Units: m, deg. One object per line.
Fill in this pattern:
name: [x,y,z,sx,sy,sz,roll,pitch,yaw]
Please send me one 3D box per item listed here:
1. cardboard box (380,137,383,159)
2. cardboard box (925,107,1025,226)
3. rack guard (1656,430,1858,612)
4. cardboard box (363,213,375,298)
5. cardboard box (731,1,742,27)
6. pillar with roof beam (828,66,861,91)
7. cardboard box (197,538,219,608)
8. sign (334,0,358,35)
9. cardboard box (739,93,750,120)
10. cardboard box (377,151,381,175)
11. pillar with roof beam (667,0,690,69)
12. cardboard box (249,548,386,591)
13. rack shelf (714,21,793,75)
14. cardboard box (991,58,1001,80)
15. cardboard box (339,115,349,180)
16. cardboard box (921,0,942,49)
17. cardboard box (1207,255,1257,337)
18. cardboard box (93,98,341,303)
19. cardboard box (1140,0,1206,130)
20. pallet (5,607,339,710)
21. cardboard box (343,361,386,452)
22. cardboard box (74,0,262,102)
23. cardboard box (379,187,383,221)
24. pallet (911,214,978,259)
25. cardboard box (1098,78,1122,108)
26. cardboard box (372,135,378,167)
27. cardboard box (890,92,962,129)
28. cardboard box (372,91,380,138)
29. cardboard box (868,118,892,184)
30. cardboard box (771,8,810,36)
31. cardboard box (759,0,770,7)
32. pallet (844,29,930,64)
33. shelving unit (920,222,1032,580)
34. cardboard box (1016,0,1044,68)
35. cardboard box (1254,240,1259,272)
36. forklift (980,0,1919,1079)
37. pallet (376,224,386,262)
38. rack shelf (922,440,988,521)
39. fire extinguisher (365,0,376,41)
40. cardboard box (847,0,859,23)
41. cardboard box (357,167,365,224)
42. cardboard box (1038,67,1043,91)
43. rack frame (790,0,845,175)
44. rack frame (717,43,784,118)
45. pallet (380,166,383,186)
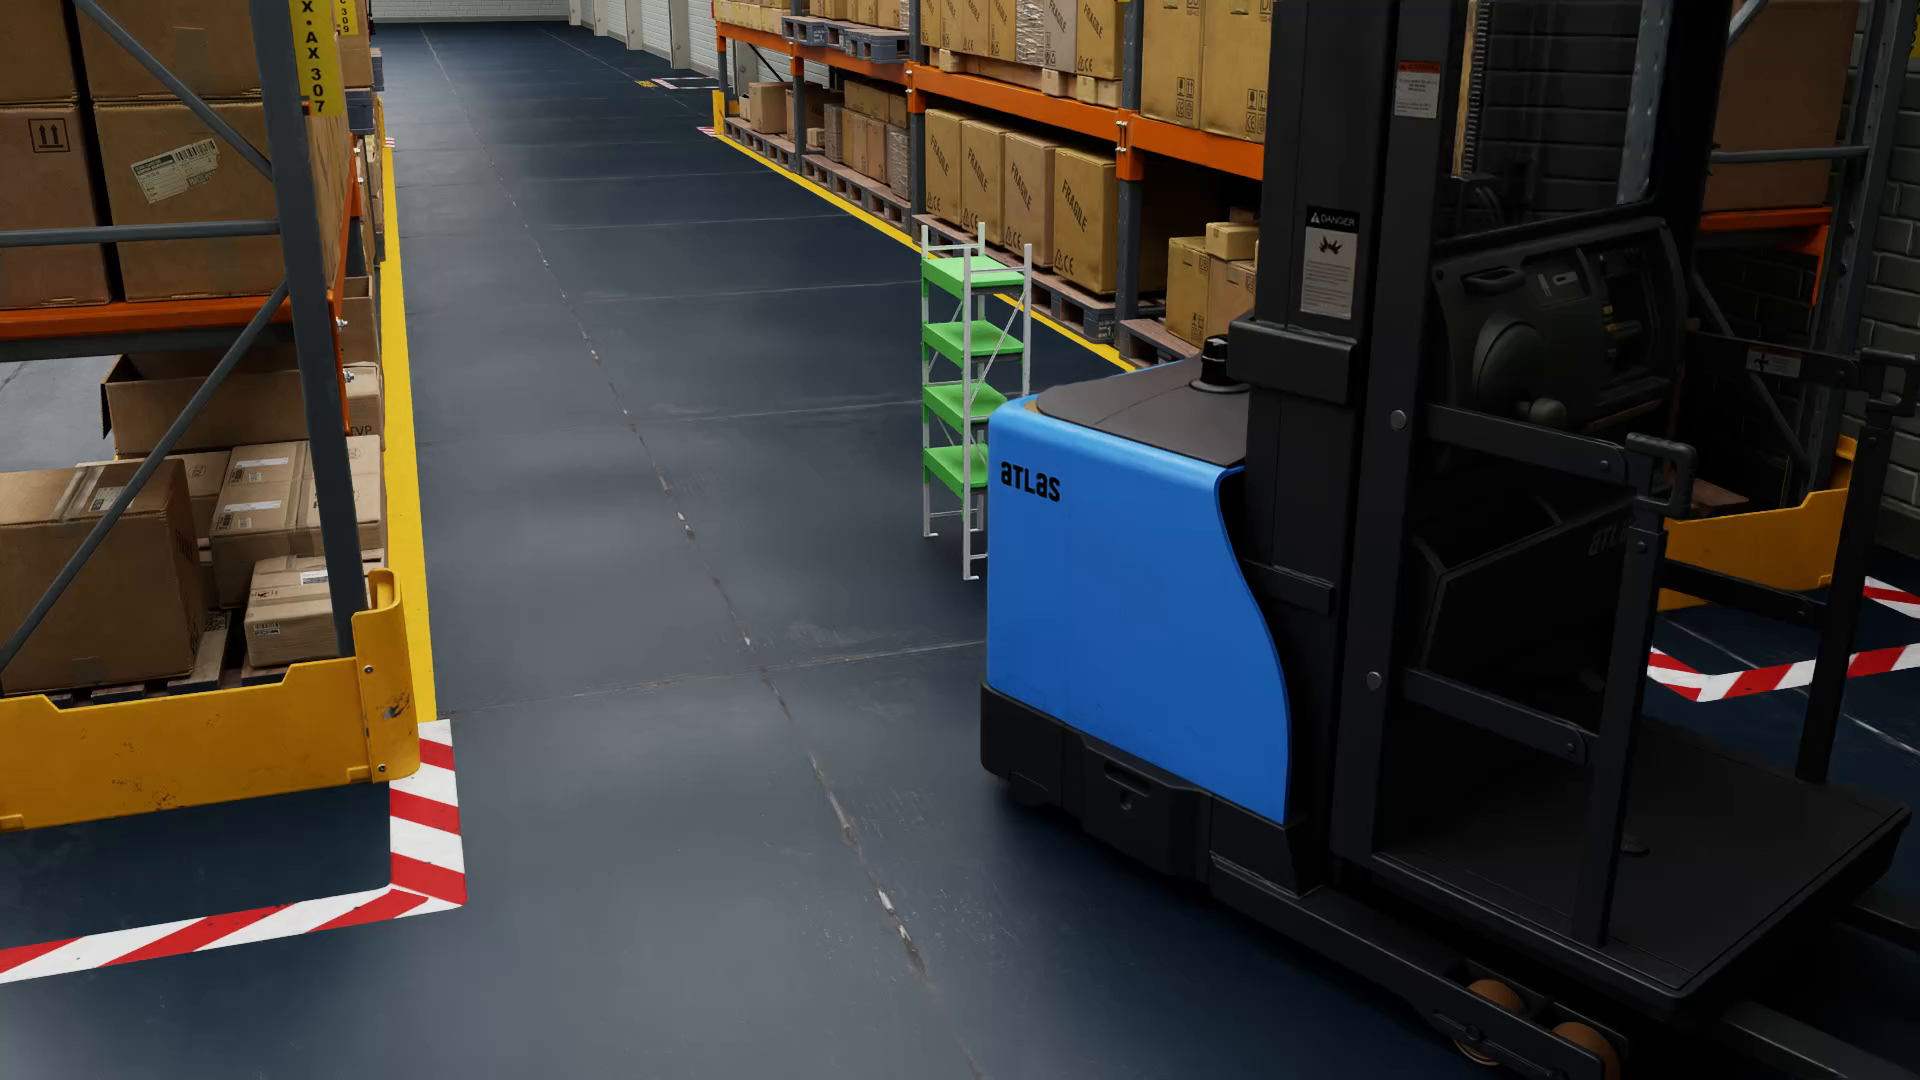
cardboard box: [-5.859,-3.823,16.069,0.500,0.250,0.500,-6,21,-17]
cardboard box: [0.217,-2.757,12.215,0.750,0.750,0.750,-7,21,-18]
rack guard: [2.632,-0.070,5.872,1.175,0.500,0.348,-6,21,-17]
cardboard box: [-3.583,-1.553,9.350,0.500,0.500,0.500,-6,21,-17]
cardboard box: [-2.221,-5.808,18.341,0.500,0.250,0.500,-7,21,-18]
pillar with roof beam: [-5.450,-8.622,17.108,9.100,9.000,0.400,-6,21,-17]
cardboard box: [-2.523,0.112,5.208,0.380,0.166,0.250,-6,21,-17]
sign: [-2.821,-2.478,7.597,0.100,0.325,0.005,-6,21,-17]
cardboard box: [-2.272,-5.099,19.501,0.500,0.311,0.500,-9,22,-23]
cardboard box: [-5.443,-3.379,14.832,0.500,0.250,0.500,-7,21,-18]
pillar with roof beam: [-9.221,-12.473,27.830,9.100,9.000,0.400,-6,21,-17]
cardboard box: [-1.961,0.149,5.106,0.380,0.166,0.250,-6,21,-17]
rack shelf: [-1.775,-5.408,18.100,1.077,0.370,4.000,-6,21,-17]
cardboard box: [0.425,-3.172,11.153,0.380,0.149,0.250,-6,21,-16]
cardboard box: [-2.606,-1.594,6.270,0.500,0.500,0.500,-6,21,-16]
cardboard box: [0.020,-3.835,12.038,0.500,0.500,0.500,-6,21,-16]
cardboard box: [1.660,-1.146,8.248,0.700,0.500,0.500,-7,21,-18]
cardboard box: [-1.966,-0.944,4.459,0.500,0.500,0.500,-6,21,-16]
cardboard box: [1.523,-2.503,8.504,0.980,0.700,0.700,-6,21,-16]
pallet: [-2.352,0.306,5.253,1.003,0.211,1.213,-6,21,-17]
cardboard box: [-2.650,-0.558,6.861,0.500,0.311,0.500,-6,21,-17]
cardboard box: [-1.966,-1.415,4.290,0.500,0.500,0.500,-6,21,-16]
cardboard box: [-4.636,-2.558,12.547,0.500,0.250,0.500,-7,21,-19]
pallet: [0.287,-2.248,12.363,1.003,0.211,1.213,-6,21,-17]
cardboard box: [0.993,-2.507,9.302,0.380,0.149,0.250,-6,21,-17]
cardboard box: [-4.970,-3.157,13.386,0.500,0.311,0.500,-7,21,-18]
cardboard box: [-0.285,-3.620,13.995,0.500,0.250,0.500,-6,21,-16]
cardboard box: [-5.697,-4.016,15.497,0.500,0.500,0.500,-6,21,-17]
cardboard box: [-0.400,-3.412,14.524,0.700,0.500,0.500,-7,21,-17]
cardboard box: [-1.583,-5.164,16.547,0.500,0.250,0.500,-6,21,-17]
cardboard box: [-1.751,-5.675,16.862,0.500,0.500,0.500,-7,21,-18]
pallet: [-0.215,-3.948,13.256,1.213,0.211,1.003,-6,21,-17]
shelving unit: [0.052,-0.512,6.066,0.258,1.200,0.503,-6,21,-17]
cardboard box: [0.664,-3.180,10.216,0.500,0.500,0.500,-6,21,-17]
cardboard box: [1.604,-1.317,7.762,0.380,0.149,0.250,-7,21,-19]
forklift: [1.405,-0.447,3.326,1.130,2.935,3.031,-17,26,-38]
pallet: [-4.813,-2.250,12.368,1.003,0.211,1.213,-6,21,-17]
rack shelf: [0.052,-0.226,6.169,0.258,0.148,0.480,-6,21,-17]
fire extinguisher: [-6.702,-5.912,18.553,0.296,0.674,0.183,-6,21,-17]
cardboard box: [-0.614,-4.804,14.555,0.700,0.500,0.500,-4,20,-10]
cardboard box: [-3.569,-1.896,9.195,0.500,0.250,0.500,-6,21,-17]
cardboard box: [0.700,-2.838,10.222,0.380,0.149,0.250,-6,21,-17]
rack frame: [-1.147,-5.105,16.192,1.000,3.000,0.127,-6,21,-17]
rack frame: [-2.404,-6.389,19.766,1.000,3.000,0.127,-6,21,-17]
pallet: [-6.058,-3.525,15.917,1.003,0.211,1.213,-6,21,-17]
